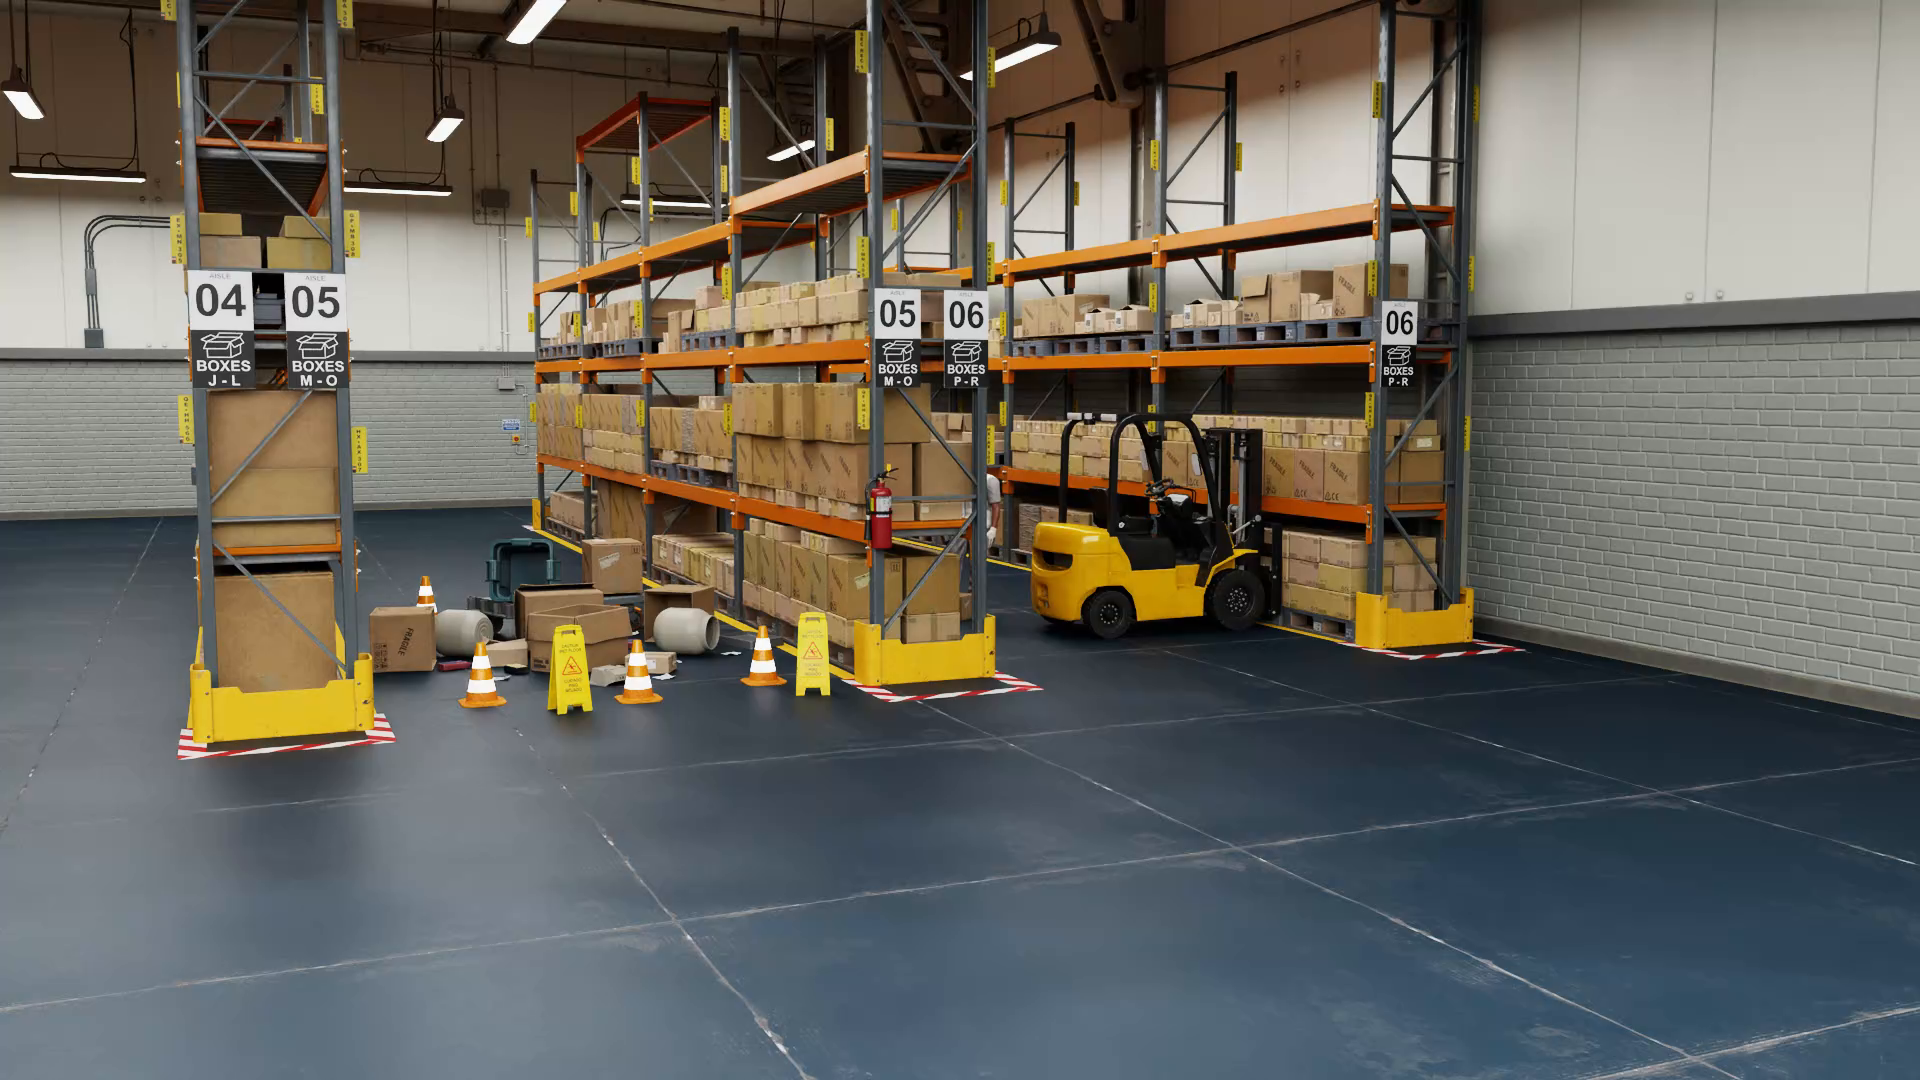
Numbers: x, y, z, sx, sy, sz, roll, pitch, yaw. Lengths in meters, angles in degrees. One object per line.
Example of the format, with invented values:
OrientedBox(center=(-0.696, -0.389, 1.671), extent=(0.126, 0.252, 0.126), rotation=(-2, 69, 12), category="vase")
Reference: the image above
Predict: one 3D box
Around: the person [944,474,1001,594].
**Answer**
OrientedBox(center=(0.076, -0.094, 17.510), extent=(0.656, 1.786, 0.574), rotation=(4, 6, 34), category="person")
